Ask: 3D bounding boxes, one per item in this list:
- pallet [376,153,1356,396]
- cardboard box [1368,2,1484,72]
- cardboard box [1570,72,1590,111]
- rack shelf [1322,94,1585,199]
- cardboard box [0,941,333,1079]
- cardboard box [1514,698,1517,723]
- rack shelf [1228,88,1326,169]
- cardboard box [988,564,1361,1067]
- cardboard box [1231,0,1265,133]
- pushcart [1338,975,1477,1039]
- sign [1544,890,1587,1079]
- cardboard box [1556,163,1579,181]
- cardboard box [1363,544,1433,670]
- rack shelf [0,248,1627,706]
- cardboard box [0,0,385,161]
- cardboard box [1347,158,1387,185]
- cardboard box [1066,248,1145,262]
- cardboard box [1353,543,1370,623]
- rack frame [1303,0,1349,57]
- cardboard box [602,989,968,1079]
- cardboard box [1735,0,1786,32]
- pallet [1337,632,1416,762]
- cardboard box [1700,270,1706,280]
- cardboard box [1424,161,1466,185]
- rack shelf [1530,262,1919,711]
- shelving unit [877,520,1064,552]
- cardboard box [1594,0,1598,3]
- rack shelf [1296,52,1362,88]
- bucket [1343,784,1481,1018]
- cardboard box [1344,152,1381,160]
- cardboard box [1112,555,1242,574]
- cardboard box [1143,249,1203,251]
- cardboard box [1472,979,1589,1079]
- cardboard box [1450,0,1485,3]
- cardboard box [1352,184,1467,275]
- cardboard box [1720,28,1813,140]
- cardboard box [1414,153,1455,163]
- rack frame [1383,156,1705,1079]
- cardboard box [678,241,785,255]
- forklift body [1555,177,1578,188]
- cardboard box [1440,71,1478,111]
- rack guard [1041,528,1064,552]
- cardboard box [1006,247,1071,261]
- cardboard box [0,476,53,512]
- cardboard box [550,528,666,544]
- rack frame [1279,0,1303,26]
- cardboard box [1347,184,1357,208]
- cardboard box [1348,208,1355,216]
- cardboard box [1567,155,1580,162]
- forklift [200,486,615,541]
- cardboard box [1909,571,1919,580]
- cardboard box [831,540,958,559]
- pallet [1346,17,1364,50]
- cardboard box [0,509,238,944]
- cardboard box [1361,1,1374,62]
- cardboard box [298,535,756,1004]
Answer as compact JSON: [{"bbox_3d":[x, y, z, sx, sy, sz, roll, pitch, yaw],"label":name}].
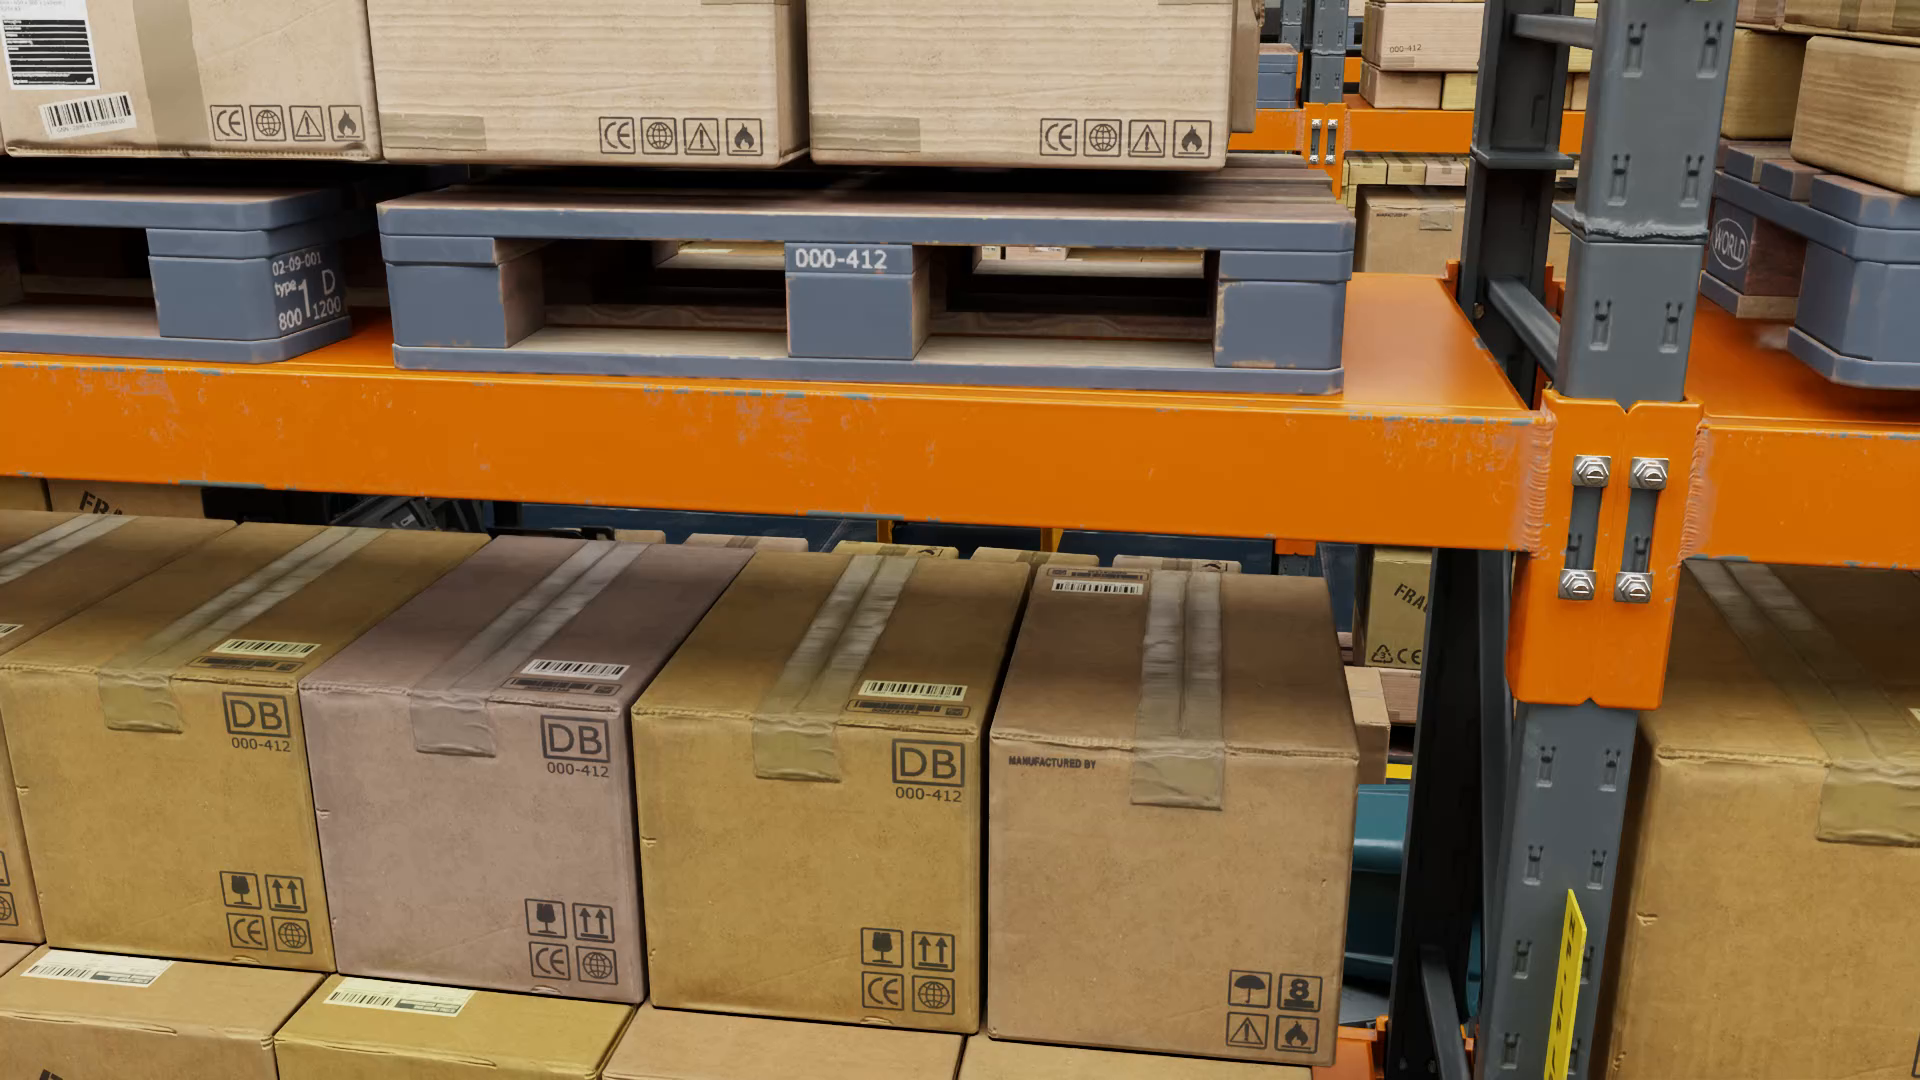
[{"bbox_3d":[-0.085,-0.419,2.404,1.217,0.209,0.805,2,19,6],"label":"pallet"},{"bbox_3d":[1.904,-1.997,6.586,0.500,0.250,0.500,3,19,7],"label":"cardboard box"},{"bbox_3d":[2.535,-1.790,6.594,0.250,0.149,0.380,3,19,10],"label":"cardboard box"},{"bbox_3d":[3.488,-1.594,6.745,4.000,0.370,1.077,3,19,9],"label":"rack shelf"},{"bbox_3d":[-1.229,0.877,2.796,0.500,0.500,0.500,3,19,8],"label":"cardboard box"},{"bbox_3d":[2.582,0.630,7.366,0.500,0.250,0.500,4,19,12],"label":"cardboard box"},{"bbox_3d":[-0.461,-1.795,7.346,4.000,0.370,1.077,3,19,9],"label":"rack shelf"},{"bbox_3d":[0.337,0.398,2.652,0.500,0.500,0.700,3,19,8],"label":"cardboard box"},{"bbox_3d":[0.271,-0.771,2.545,0.396,0.266,0.258,3,19,8],"label":"cardboard box"},{"bbox_3d":[1.201,1.347,5.681,0.936,0.377,1.648,-3,19,-10],"label":"pushcart"},{"bbox_3d":[0.751,0.602,2.077,0.005,0.325,0.100,3,19,9],"label":"sign"},{"bbox_3d":[4.098,-2.508,11.423,0.250,0.149,0.380,3,19,9],"label":"cardboard box"},{"bbox_3d":[2.053,0.251,7.317,0.500,0.500,0.500,4,19,11],"label":"cardboard box"},{"bbox_3d":[-1.147,-0.239,2.696,4.000,0.370,1.077,3,19,9],"label":"rack shelf"},{"bbox_3d":[-0.938,-0.703,2.271,0.500,0.311,0.500,2,19,7],"label":"cardboard box"},{"bbox_3d":[2.840,-2.576,11.626,0.250,0.149,0.380,3,19,9],"label":"cardboard box"},{"bbox_3d":[0.531,-0.976,7.206,0.500,0.500,0.500,3,19,9],"label":"cardboard box"},{"bbox_3d":[2.140,0.082,7.820,0.500,0.500,0.500,3,19,8],"label":"cardboard box"},{"bbox_3d":[1.513,-3.458,6.455,0.127,3.000,1.000,3,19,9],"label":"rack frame"},{"bbox_3d":[-0.229,0.928,2.646,0.500,0.500,0.500,3,19,8],"label":"cardboard box"},{"bbox_3d":[1.355,-0.852,2.342,0.500,0.250,0.500,3,19,8],"label":"cardboard box"},{"bbox_3d":[2.182,0.732,7.782,1.213,0.211,1.003,3,19,9],"label":"pallet"},{"bbox_3d":[2.906,-1.119,6.718,0.500,0.500,0.700,3,19,7],"label":"cardboard box"},{"bbox_3d":[3.328,-2.515,11.444,0.250,0.149,0.380,3,19,10],"label":"cardboard box"},{"bbox_3d":[2.803,-0.038,2.095,4.000,0.370,1.077,3,19,9],"label":"rack shelf"},{"bbox_3d":[0.075,-0.707,10.054,1.083,1.500,0.587,3,19,9],"label":"shelving unit"},{"bbox_3d":[2.548,-2.135,6.367,0.250,0.149,0.380,3,19,8],"label":"cardboard box"},{"bbox_3d":[4.272,-3.149,11.393,4.000,0.370,1.077,3,19,9],"label":"rack shelf"},{"bbox_3d":[1.328,1.059,5.174,0.620,0.611,0.726,-1,16,31],"label":"bucket"},{"bbox_3d":[2.901,-2.717,12.048,0.250,0.149,0.380,2,19,7],"label":"cardboard box"},{"bbox_3d":[0.995,0.409,7.834,0.625,0.372,0.950,3,19,9],"label":"cardboard box"},{"bbox_3d":[1.096,-1.114,7.617,0.500,0.500,0.500,3,19,10],"label":"cardboard box"},{"bbox_3d":[1.194,0.887,2.689,0.550,0.550,0.875,3,19,9],"label":"cardboard box"},{"bbox_3d":[2.034,-2.172,6.480,0.250,0.149,0.380,3,19,10],"label":"cardboard box"},{"bbox_3d":[1.913,-1.185,6.916,0.500,0.500,0.700,3,19,8],"label":"cardboard box"},{"bbox_3d":[1.238,-0.689,2.483,0.250,0.149,0.380,3,19,8],"label":"cardboard box"},{"bbox_3d":[3.422,-2.715,12.042,0.250,0.149,0.380,3,19,8],"label":"cardboard box"},{"bbox_3d":[0.828,0.943,2.757,0.127,3.000,1.000,3,19,9],"label":"rack frame"},{"bbox_3d":[-0.987,-1.058,7.450,0.500,0.500,0.500,3,19,10],"label":"cardboard box"},{"bbox_3d":[4.085,-1.088,10.166,1.214,2.155,2.313,3,19,9],"label":"forklift body"},{"bbox_3d":[2.031,-1.792,6.601,0.250,0.149,0.380,3,19,9],"label":"cardboard box"},{"bbox_3d":[0.567,-0.090,10.177,0.087,0.250,0.587,3,19,9],"label":"rack guard"},{"bbox_3d":[0.339,-1.291,7.124,0.250,0.149,0.380,2,19,7],"label":"cardboard box"},{"bbox_3d":[-4.868,-0.158,8.734,0.875,0.875,0.875,3,19,10],"label":"cardboard box"},{"bbox_3d":[-1.880,0.264,8.265,0.625,0.372,0.950,2,19,5],"label":"cardboard box"},{"bbox_3d":[2.297,-5.013,11.104,0.127,3.000,1.000,3,19,9],"label":"rack frame"},{"bbox_3d":[2.826,-2.412,11.605,0.250,0.149,0.380,3,19,10],"label":"cardboard box"},{"bbox_3d":[2.694,-2.111,11.728,0.500,0.500,0.500,2,19,7],"label":"cardboard box"},{"bbox_3d":[4.426,-2.633,11.798,0.250,0.149,0.380,3,19,9],"label":"cardboard box"},{"bbox_3d":[-1.688,-0.011,5.715,3.031,2.935,1.130,3,19,9],"label":"forklift"},{"bbox_3d":[1.748,0.380,2.501,0.550,0.550,0.875,3,19,9],"label":"cardboard box"},{"bbox_3d":[-0.402,0.339,8.042,0.625,0.372,0.950,4,19,10],"label":"cardboard box"},{"bbox_3d":[3.143,-3.514,11.490,1.213,0.211,1.003,3,19,9],"label":"pallet"},{"bbox_3d":[-1.673,0.296,2.958,0.500,0.500,0.700,3,19,8],"label":"cardboard box"},{"bbox_3d":[1.994,-2.167,7.094,0.500,0.250,0.500,3,19,8],"label":"cardboard box"},{"bbox_3d":[-0.670,0.347,2.804,0.500,0.500,0.700,3,19,9],"label":"cardboard box"}]
